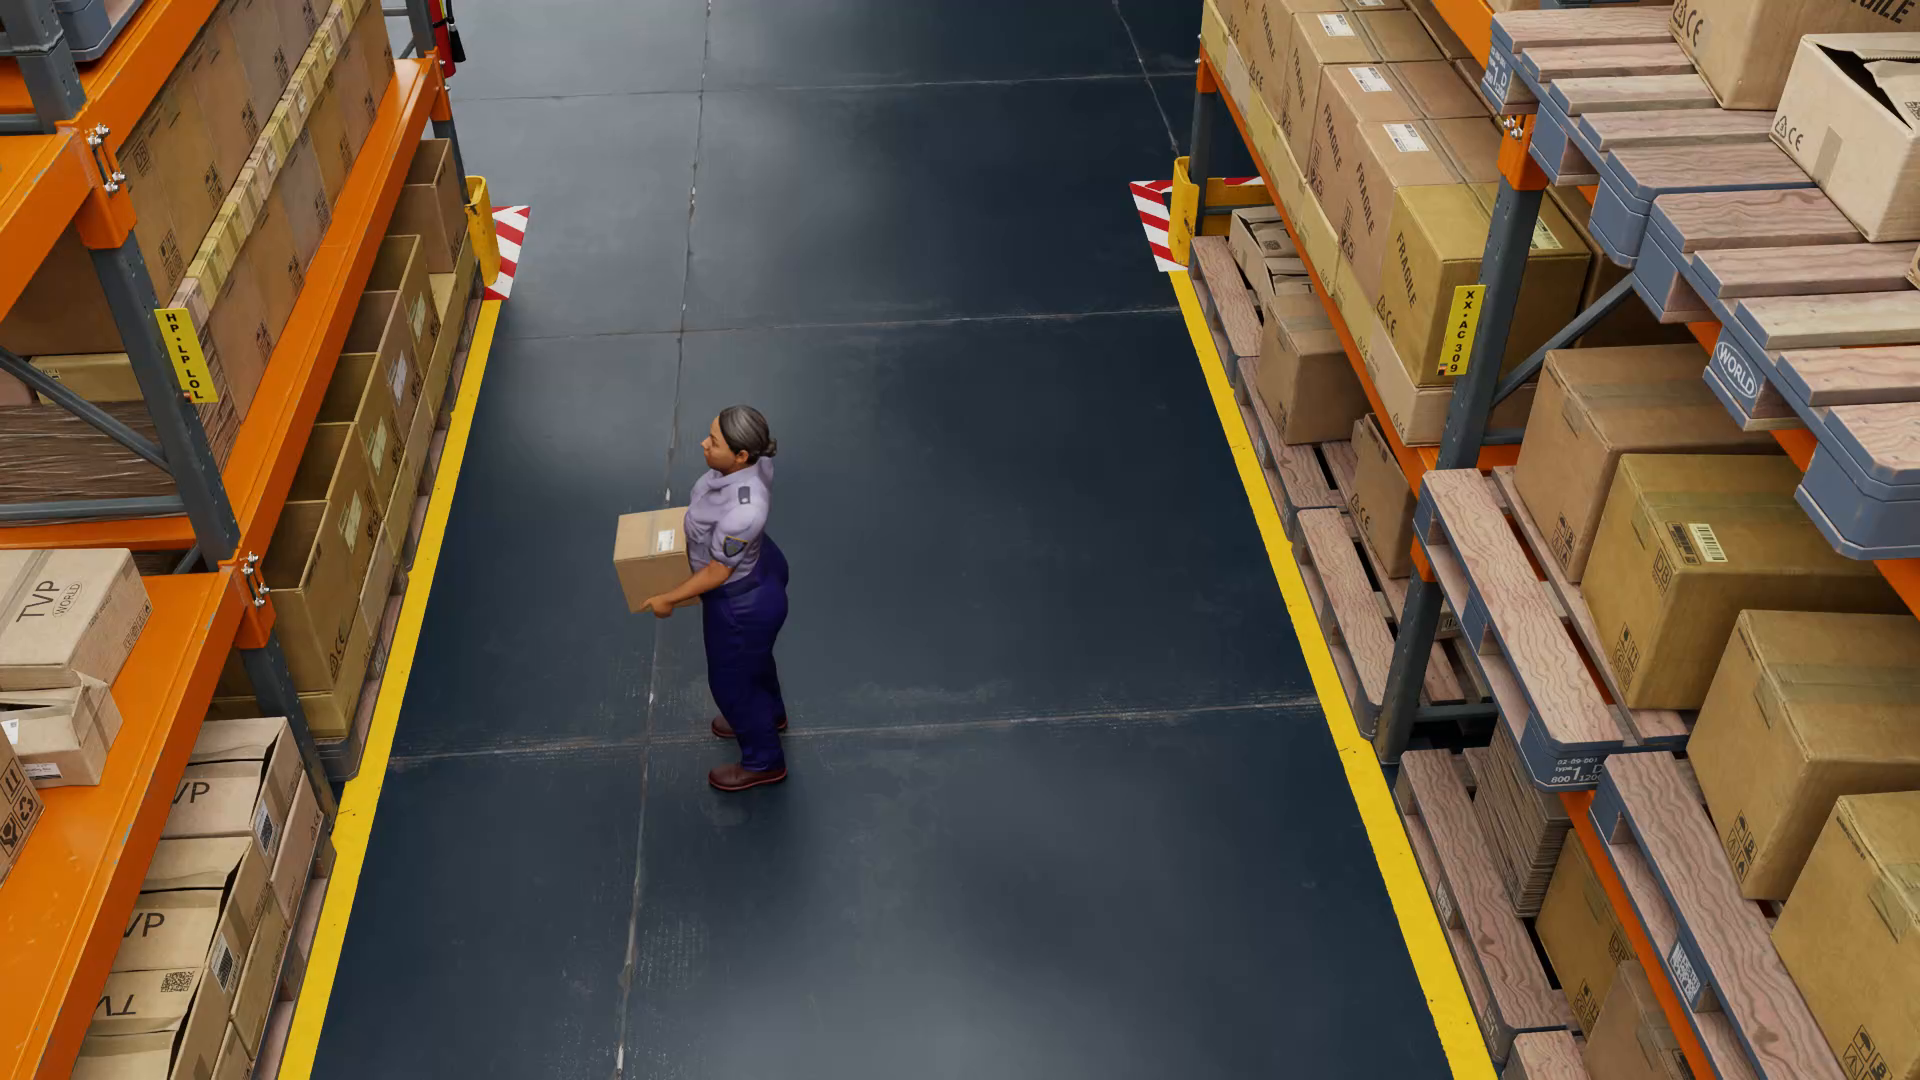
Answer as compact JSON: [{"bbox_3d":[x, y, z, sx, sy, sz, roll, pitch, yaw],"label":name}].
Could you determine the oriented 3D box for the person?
[{"bbox_3d":[-0.865,0.204,5.932,0.518,1.629,0.452,-3,39,-3],"label":"person"}]
